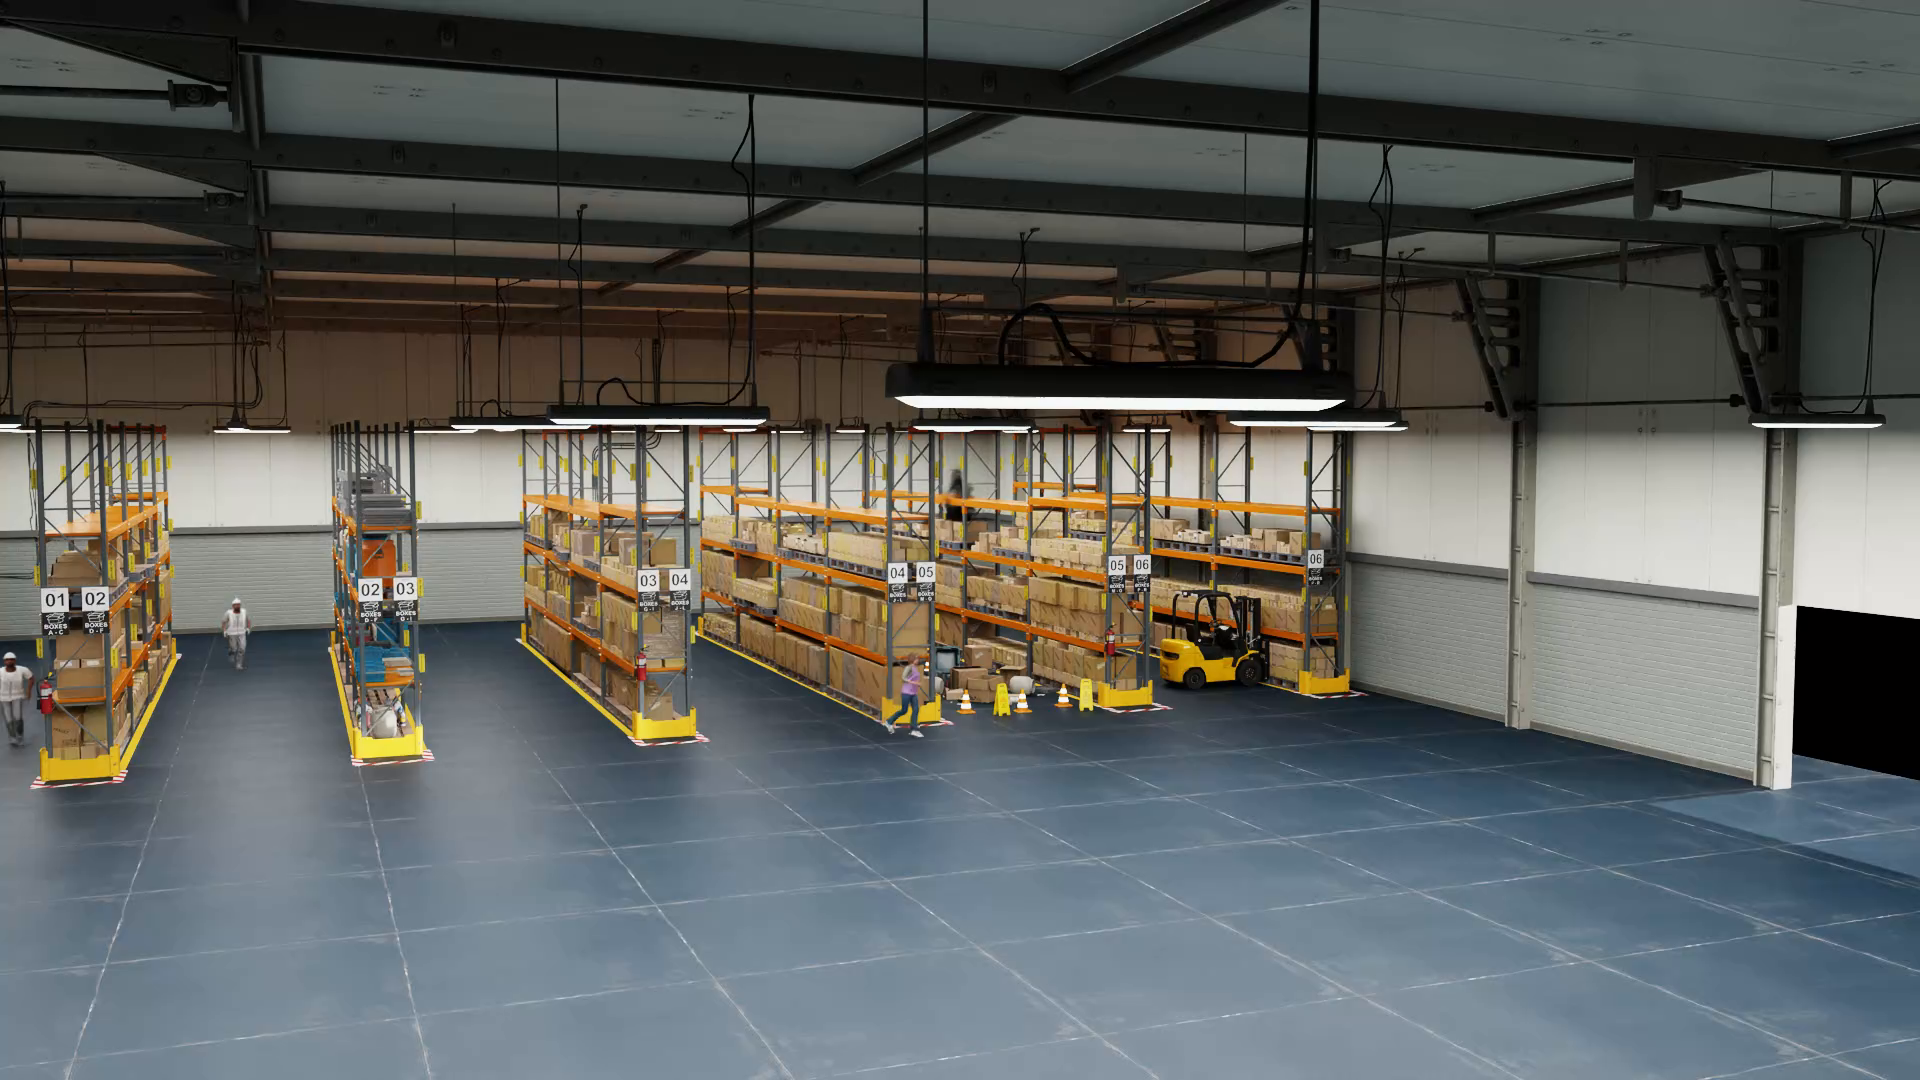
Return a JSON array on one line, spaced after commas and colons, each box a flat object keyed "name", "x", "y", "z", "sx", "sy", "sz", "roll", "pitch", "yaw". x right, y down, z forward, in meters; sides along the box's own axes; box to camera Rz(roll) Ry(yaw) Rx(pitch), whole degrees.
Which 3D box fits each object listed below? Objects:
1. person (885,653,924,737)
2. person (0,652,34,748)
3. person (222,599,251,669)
[{"name": "person", "x": -0.972, "y": 2.944, "z": 31.789, "sx": 0.835, "sy": 1.573, "sz": 0.552, "roll": 2, "pitch": 4, "yaw": 28}, {"name": "person", "x": -17.422, "y": 2.944, "z": 30.534, "sx": 0.685, "sy": 1.771, "sz": 0.695, "roll": -1, "pitch": 4, "yaw": -21}, {"name": "person", "x": -17.810, "y": 2.308, "z": 40.955, "sx": 0.675, "sy": 1.732, "sz": 0.637, "roll": -2, "pitch": 4, "yaw": -33}]
